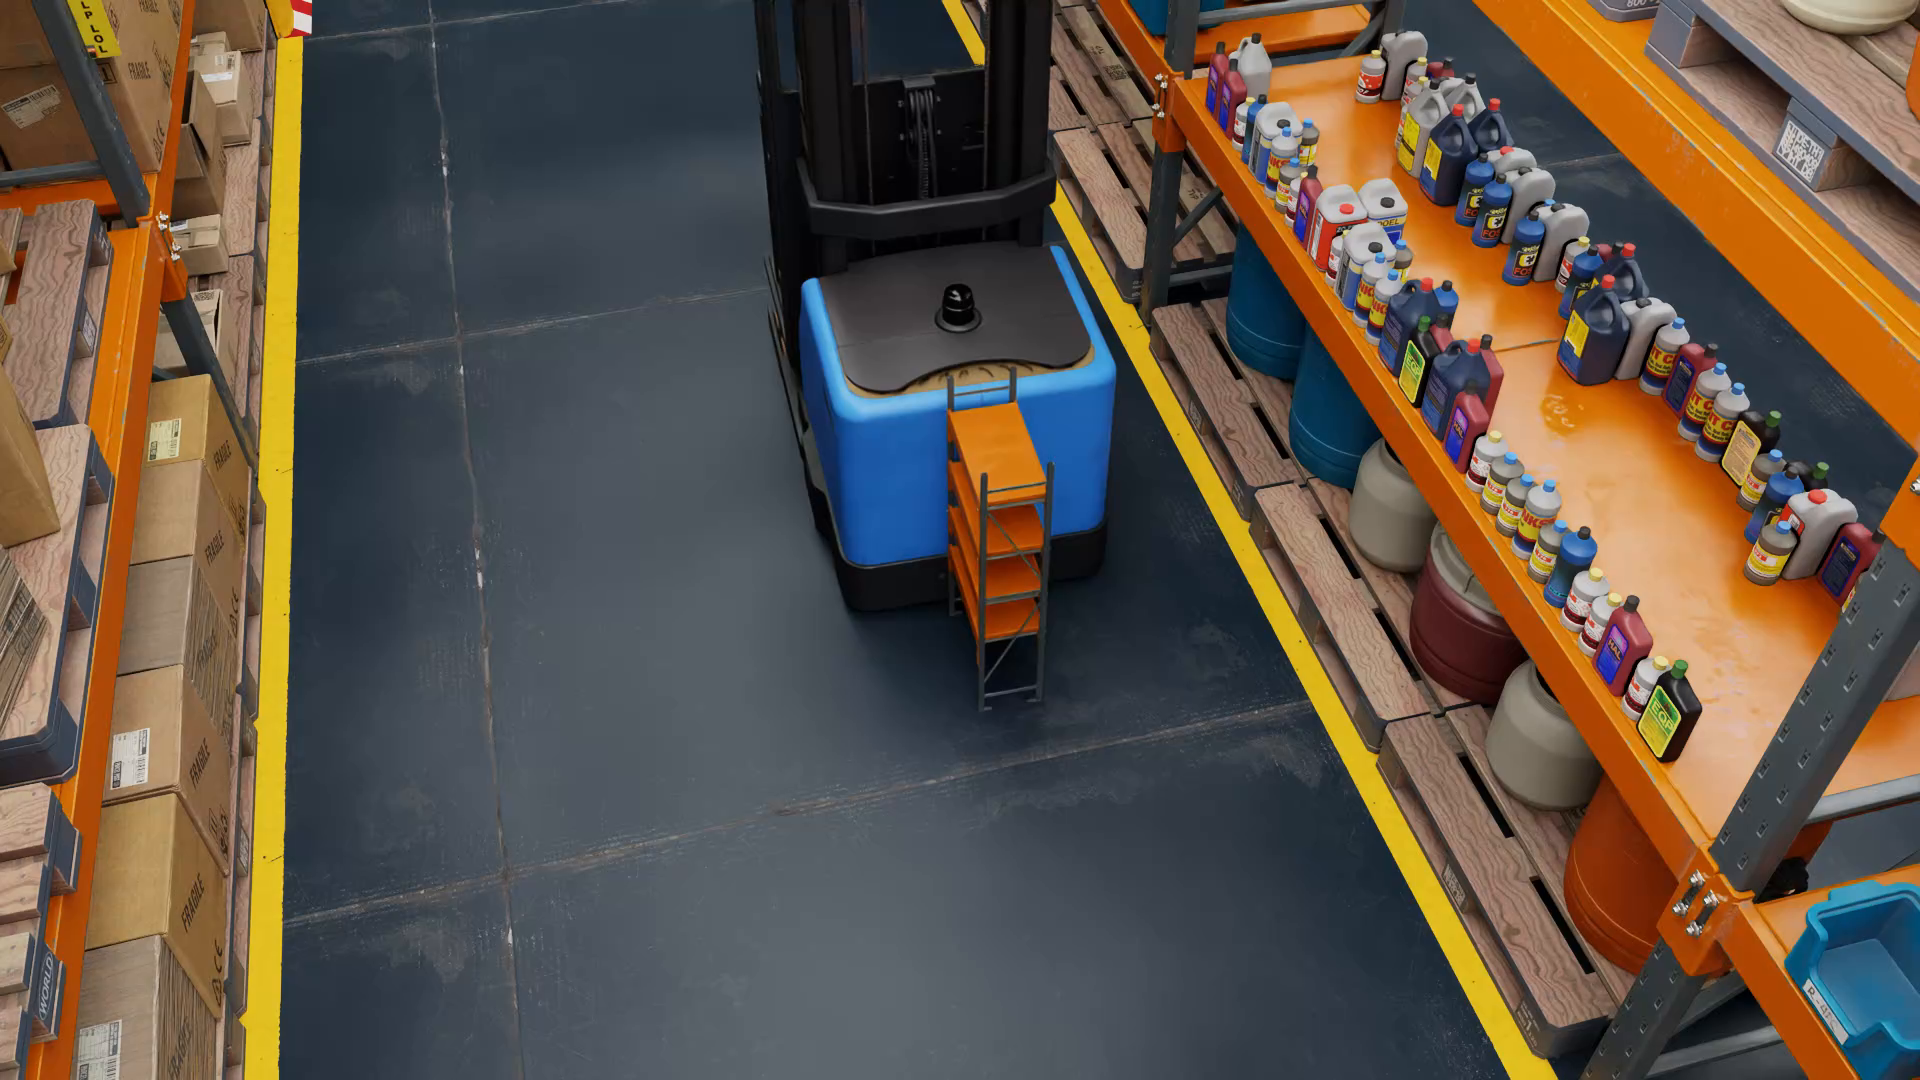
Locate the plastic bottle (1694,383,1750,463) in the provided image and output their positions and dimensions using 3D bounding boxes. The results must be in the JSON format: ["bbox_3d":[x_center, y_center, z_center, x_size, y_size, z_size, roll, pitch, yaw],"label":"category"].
[{"bbox_3d":[2.345,-0.368,5.101,0.097,0.271,0.097,0,46,0],"label":"plastic bottle"}]

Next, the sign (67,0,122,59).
[{"bbox_3d":[-2.919,-1.767,5.571,0.100,0.325,0.005,-11,47,-10],"label":"sign"}]

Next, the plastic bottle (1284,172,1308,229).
[{"bbox_3d":[1.231,-1.230,5.995,0.097,0.201,0.097,0,46,0],"label":"plastic bottle"}]

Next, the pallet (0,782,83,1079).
[{"bbox_3d":[-2.672,1.115,3.691,1.213,0.211,1.003,-11,47,-10],"label":"pallet"}]

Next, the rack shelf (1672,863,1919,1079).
[{"bbox_3d":[2.871,2.233,2.965,1.077,0.370,4.000,-11,47,-10],"label":"rack shelf"}]

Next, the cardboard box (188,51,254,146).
[{"bbox_3d":[-3.887,-2.220,8.442,0.500,0.250,0.500,-11,47,-10],"label":"cardboard box"}]

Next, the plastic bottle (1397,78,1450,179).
[{"bbox_3d":[1.747,-1.543,6.196,0.144,0.351,0.185,-11,47,-10],"label":"plastic bottle"}]

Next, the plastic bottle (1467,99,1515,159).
[{"bbox_3d":[1.933,-1.442,6.097,0.144,0.351,0.185,-11,47,-10],"label":"plastic bottle"}]

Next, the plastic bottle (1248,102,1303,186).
[{"bbox_3d":[1.178,-1.476,6.183,0.152,0.276,0.135,-11,47,-10],"label":"plastic bottle"}]

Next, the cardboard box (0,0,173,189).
[{"bbox_3d":[-3.322,-1.695,6.241,0.500,0.500,0.500,-10,46,-9],"label":"cardboard box"}]

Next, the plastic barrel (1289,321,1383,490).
[{"bbox_3d":[1.639,-0.706,6.517,0.600,0.901,0.708,-11,47,-10],"label":"plastic barrel"}]

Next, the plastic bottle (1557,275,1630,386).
[{"bbox_3d":[2.056,-0.688,5.359,0.144,0.351,0.185,-11,47,-10],"label":"plastic bottle"}]

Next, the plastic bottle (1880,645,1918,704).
[{"bbox_3d":[2.413,0.314,4.429,0.152,0.276,0.135,-11,47,-10],"label":"plastic bottle"}]

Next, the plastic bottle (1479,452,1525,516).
[{"bbox_3d":[1.622,-0.177,4.962,0.097,0.201,0.097,0,46,0],"label":"plastic bottle"}]

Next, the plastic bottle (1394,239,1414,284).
[{"bbox_3d":[1.497,-0.939,5.709,0.097,0.201,0.097,0,46,0],"label":"plastic bottle"}]

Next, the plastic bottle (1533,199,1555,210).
[{"bbox_3d":[2.061,-1.110,5.877,0.097,0.201,0.097,0,46,0],"label":"plastic bottle"}]

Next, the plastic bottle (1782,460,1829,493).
[{"bbox_3d":[2.452,-0.137,4.866,0.061,0.283,0.133,-11,47,-10],"label":"plastic bottle"}]

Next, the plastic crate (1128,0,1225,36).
[{"bbox_3d":[0.885,-2.437,7.007,0.392,0.384,0.575,-11,47,-10],"label":"plastic crate"}]

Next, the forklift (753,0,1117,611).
[{"bbox_3d":[-0.255,-1.825,6.486,1.130,2.935,3.031,-9,46,-9],"label":"forklift"}]

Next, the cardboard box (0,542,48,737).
[{"bbox_3d":[-2.750,0.241,4.050,0.700,0.500,0.500,-3,46,-3],"label":"cardboard box"}]

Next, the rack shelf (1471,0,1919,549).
[{"bbox_3d":[1.847,-1.579,4.600,1.077,0.370,4.000,-11,47,-10],"label":"rack shelf"}]

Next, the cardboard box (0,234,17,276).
[{"bbox_3d":[-3.550,-1.072,5.337,0.700,0.500,0.500,-26,51,-23],"label":"cardboard box"}]

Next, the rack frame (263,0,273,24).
[{"bbox_3d":[-4.479,-4.020,8.589,1.000,3.000,0.127,-11,47,-10],"label":"rack frame"}]

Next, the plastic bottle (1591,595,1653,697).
[{"bbox_3d":[1.783,0.281,4.457,0.061,0.283,0.133,-11,47,-10],"label":"plastic bottle"}]

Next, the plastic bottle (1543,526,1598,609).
[{"bbox_3d":[1.722,0.067,4.674,0.097,0.271,0.097,0,46,0],"label":"plastic bottle"}]

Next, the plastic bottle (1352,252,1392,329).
[{"bbox_3d":[1.384,-0.843,5.566,0.097,0.271,0.097,0,46,0],"label":"plastic bottle"}]

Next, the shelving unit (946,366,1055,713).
[{"bbox_3d":[0.129,0.022,5.888,0.258,1.200,0.503,-9,46,-9],"label":"shelving unit"}]

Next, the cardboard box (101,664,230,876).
[{"bbox_3d":[-2.673,0.791,5.317,0.500,0.500,0.500,-12,47,-12],"label":"cardboard box"}]

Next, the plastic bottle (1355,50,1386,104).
[{"bbox_3d":[1.632,-1.843,6.595,0.097,0.201,0.097,0,46,0],"label":"plastic bottle"}]

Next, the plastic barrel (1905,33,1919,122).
[{"bbox_3d":[2.216,-1.139,3.071,0.600,0.830,0.708,-11,47,-10],"label":"plastic barrel"}]

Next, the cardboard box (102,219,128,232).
[{"bbox_3d":[-4.067,-1.330,7.528,0.500,0.311,0.500,-11,47,-10],"label":"cardboard box"}]

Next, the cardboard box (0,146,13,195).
[{"bbox_3d":[-3.831,-1.591,6.139,0.500,0.500,0.500,-10,46,-10],"label":"cardboard box"}]

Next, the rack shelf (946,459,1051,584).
[{"bbox_3d":[0.129,-0.087,5.776,0.258,0.148,0.480,-9,46,-9],"label":"rack shelf"}]

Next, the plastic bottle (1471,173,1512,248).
[{"bbox_3d":[1.889,-1.174,5.891,0.097,0.271,0.097,0,46,0],"label":"plastic bottle"}]

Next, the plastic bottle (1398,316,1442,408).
[{"bbox_3d":[1.468,-0.569,5.289,0.061,0.283,0.133,-11,47,-10],"label":"plastic bottle"}]

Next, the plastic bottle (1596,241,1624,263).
[{"bbox_3d":[2.168,-0.903,5.616,0.061,0.283,0.133,-11,47,-10],"label":"plastic bottle"}]

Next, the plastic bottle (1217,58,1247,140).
[{"bbox_3d":[1.050,-1.697,6.395,0.061,0.283,0.133,-11,47,-10],"label":"plastic bottle"}]

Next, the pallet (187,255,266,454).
[{"bbox_3d":[-3.630,-0.756,7.344,1.003,0.211,1.213,-11,47,-10],"label":"pallet"}]

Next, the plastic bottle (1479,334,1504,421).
[{"bbox_3d":[1.642,-0.503,5.225,0.061,0.283,0.133,-11,47,-10],"label":"plastic bottle"}]

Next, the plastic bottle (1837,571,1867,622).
[{"bbox_3d":[2.532,0.160,4.632,0.097,0.201,0.097,0,46,0],"label":"plastic bottle"}]

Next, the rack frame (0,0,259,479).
[{"bbox_3d":[-3.455,-1.258,5.883,1.000,3.000,0.127,-11,47,-10],"label":"rack frame"}]

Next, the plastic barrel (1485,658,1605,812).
[{"bbox_3d":[1.986,0.616,5.494,0.421,0.512,0.421,0,46,0],"label":"plastic barrel"}]

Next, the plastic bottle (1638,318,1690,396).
[{"bbox_3d":[2.261,-0.595,5.323,0.097,0.271,0.097,0,46,0],"label":"plastic bottle"}]

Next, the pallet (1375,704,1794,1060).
[{"bbox_3d":[2.116,1.040,5.583,1.003,0.211,1.213,-11,47,-10],"label":"pallet"}]

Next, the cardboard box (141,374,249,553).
[{"bbox_3d":[-3.051,-0.249,6.336,0.500,0.500,0.500,-11,47,-11],"label":"cardboard box"}]

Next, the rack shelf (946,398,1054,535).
[{"bbox_3d":[0.129,-0.253,5.607,0.258,0.148,0.480,-9,46,-9],"label":"rack shelf"}]

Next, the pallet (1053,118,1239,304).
[{"bbox_3d":[1.109,-1.686,8.254,1.003,0.211,1.213,-11,47,-10],"label":"pallet"}]

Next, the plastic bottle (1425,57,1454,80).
[{"bbox_3d":[1.851,-1.756,6.452,0.061,0.283,0.133,-11,47,-10],"label":"plastic bottle"}]

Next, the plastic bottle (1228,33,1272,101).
[{"bbox_3d":[1.122,-1.814,6.462,0.144,0.351,0.185,-11,47,-10],"label":"plastic bottle"}]

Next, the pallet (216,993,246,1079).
[{"bbox_3d":[-2.585,1.957,4.684,1.003,0.211,1.213,-11,47,-10],"label":"pallet"}]
